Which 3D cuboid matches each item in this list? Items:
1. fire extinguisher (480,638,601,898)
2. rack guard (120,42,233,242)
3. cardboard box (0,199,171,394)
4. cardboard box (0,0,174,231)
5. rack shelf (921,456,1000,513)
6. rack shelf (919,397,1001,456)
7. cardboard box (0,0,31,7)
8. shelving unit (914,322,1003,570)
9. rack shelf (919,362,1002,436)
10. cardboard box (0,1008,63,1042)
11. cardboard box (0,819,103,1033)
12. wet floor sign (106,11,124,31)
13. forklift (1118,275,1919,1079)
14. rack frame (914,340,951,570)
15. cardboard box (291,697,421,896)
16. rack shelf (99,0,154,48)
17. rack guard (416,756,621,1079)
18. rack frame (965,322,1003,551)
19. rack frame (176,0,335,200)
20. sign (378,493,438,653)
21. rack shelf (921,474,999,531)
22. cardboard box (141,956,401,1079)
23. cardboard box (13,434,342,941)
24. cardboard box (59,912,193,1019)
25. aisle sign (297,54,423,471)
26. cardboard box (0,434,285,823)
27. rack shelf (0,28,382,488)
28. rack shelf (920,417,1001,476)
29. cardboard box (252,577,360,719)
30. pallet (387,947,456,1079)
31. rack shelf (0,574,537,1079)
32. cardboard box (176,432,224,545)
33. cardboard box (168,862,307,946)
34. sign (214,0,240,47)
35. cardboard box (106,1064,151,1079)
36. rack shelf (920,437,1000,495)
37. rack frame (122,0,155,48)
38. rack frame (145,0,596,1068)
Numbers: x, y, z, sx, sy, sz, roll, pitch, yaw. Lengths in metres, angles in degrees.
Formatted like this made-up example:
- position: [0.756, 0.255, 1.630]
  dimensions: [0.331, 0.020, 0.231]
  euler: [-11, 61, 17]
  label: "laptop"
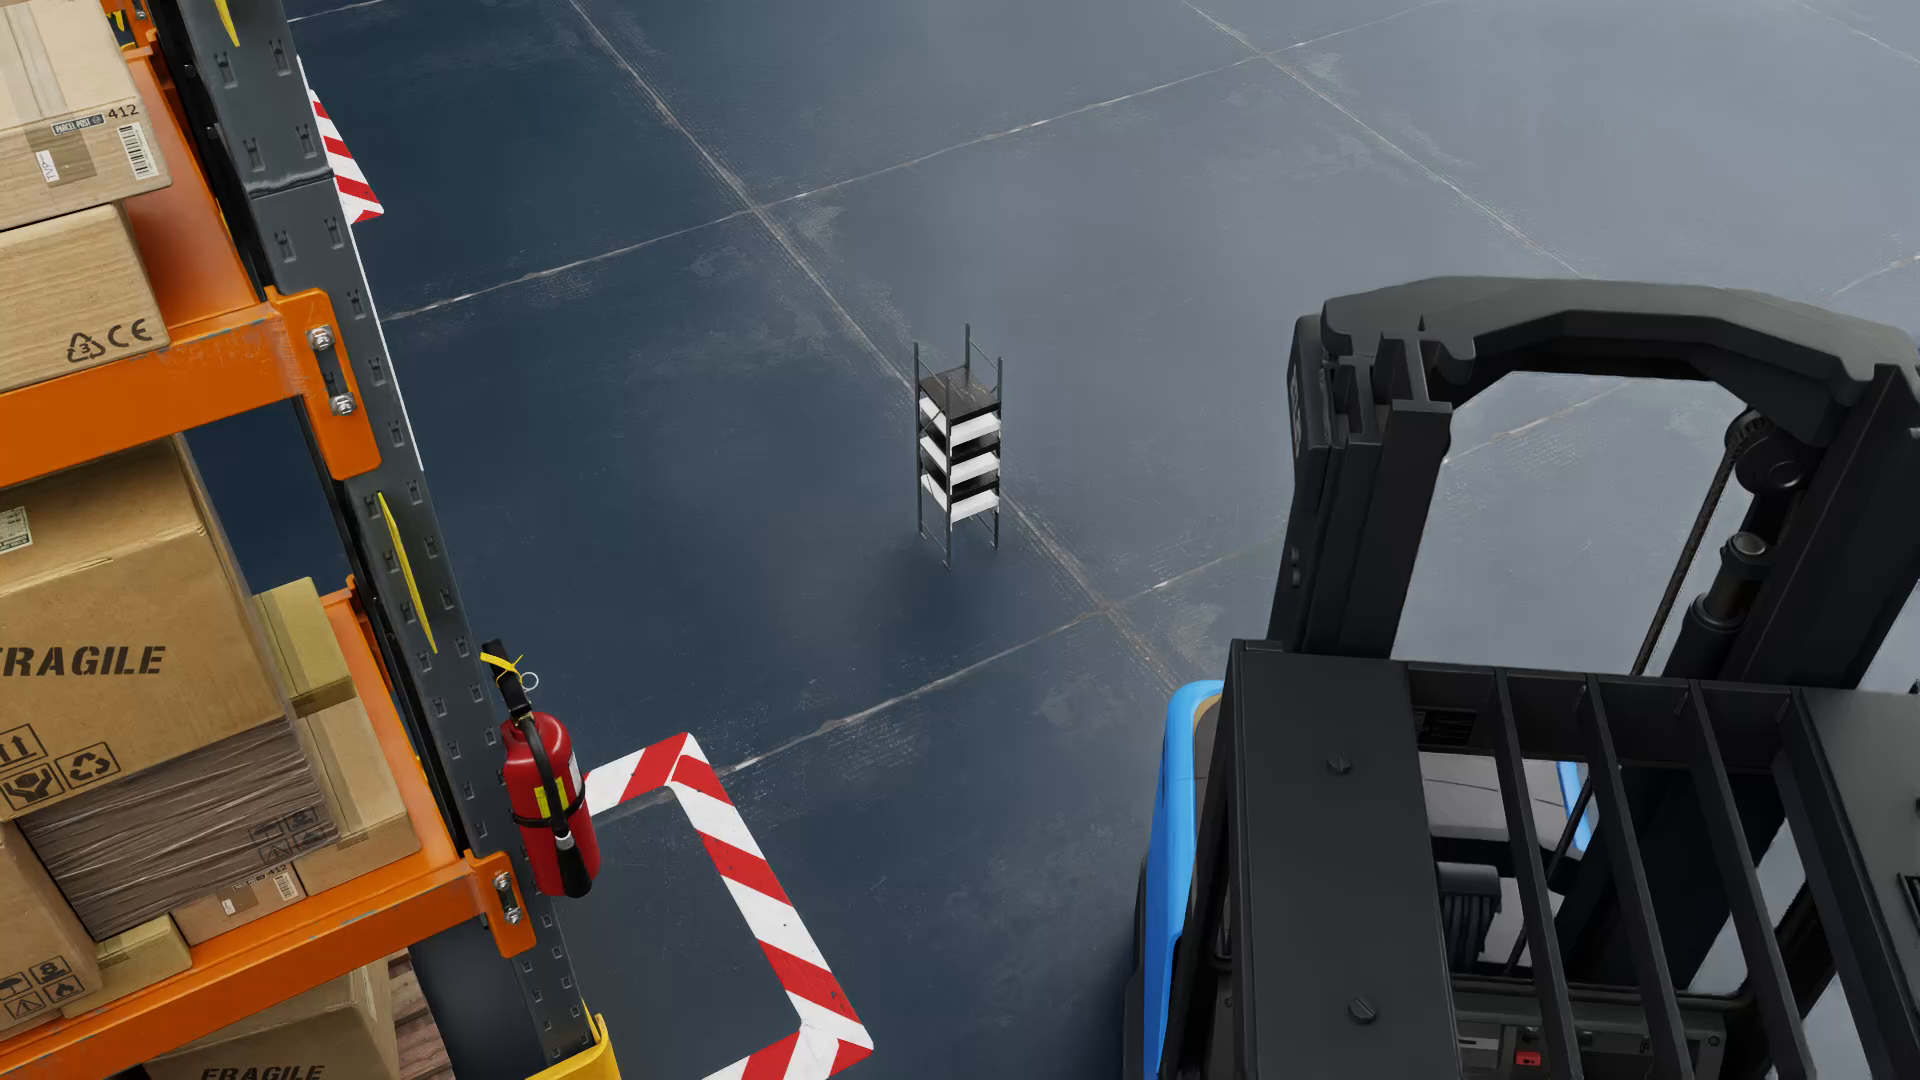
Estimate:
- position: [-0.916, 0.516, 3.620]
  dimensions: [0.183, 0.674, 0.296]
  euler: [-22, 48, -21]
  label: "fire extinguisher"
- position: [-3.608, -1.892, 7.840]
  dimensions: [0.348, 0.500, 1.175]
  euler: [-22, 48, -21]
  label: "rack guard"
- position: [-1.537, -0.452, 2.516]
  dimensions: [0.500, 0.250, 0.500]
  euler: [-21, 48, -20]
  label: "cardboard box"
- position: [-1.331, -0.631, 2.414]
  dimensions: [0.250, 0.149, 0.380]
  euler: [-22, 48, -21]
  label: "cardboard box"
- position: [-0.007, -0.232, 6.020]
  dimensions: [0.200, 0.077, 0.258]
  euler: [-22, 48, -21]
  label: "rack shelf"
- position: [-0.007, -0.425, 5.832]
  dimensions: [0.200, 0.077, 0.258]
  euler: [-22, 48, -21]
  label: "rack shelf"
- position: [-1.599, -0.960, 2.753]
  dimensions: [0.250, 0.149, 0.380]
  euler: [-22, 48, -21]
  label: "cardboard box"
- position: [-0.007, -0.320, 5.934]
  dimensions: [0.210, 0.900, 0.258]
  euler: [-22, 48, -21]
  label: "shelving unit"
- position: [-0.007, -0.490, 5.769]
  dimensions: [0.200, 0.077, 0.258]
  euler: [-22, 48, -21]
  label: "rack shelf"
- position: [-2.022, 0.845, 3.406]
  dimensions: [0.250, 0.149, 0.380]
  euler: [-22, 48, -21]
  label: "cardboard box"
- position: [-2.110, 0.527, 3.268]
  dimensions: [0.500, 0.500, 0.875]
  euler: [-22, 48, -21]
  label: "cardboard box"
- position: [-4.590, -3.141, 9.024]
  dimensions: [0.232, 0.644, 0.267]
  euler: [-30, 52, -27]
  label: "wet floor sign"
- position: [0.923, 1.131, 2.981]
  dimensions: [1.130, 2.935, 3.031]
  euler: [4, 44, 4]
  label: "forklift"
- position: [-0.095, -0.285, 5.897]
  dimensions: [0.006, 0.900, 0.240]
  euler: [-22, 48, -21]
  label: "rack frame"
- position: [-1.390, 0.563, 3.696]
  dimensions: [0.250, 0.149, 0.380]
  euler: [-22, 48, -21]
  label: "cardboard box"
- position: [-5.363, -1.828, 6.497]
  dimensions: [4.000, 0.370, 1.077]
  euler: [-22, 48, -21]
  label: "rack shelf"
- position: [-1.311, 1.173, 4.682]
  dimensions: [0.348, 0.500, 1.175]
  euler: [-22, 48, -21]
  label: "rack guard"
- position: [0.081, -0.355, 5.970]
  dimensions: [0.006, 0.900, 0.240]
  euler: [-22, 48, -21]
  label: "rack frame"
- position: [-1.245, -1.903, 1.750]
  dimensions: [0.127, 3.000, 1.000]
  euler: [-22, 48, -21]
  label: "rack frame"
- position: [-0.986, 0.063, 2.973]
  dimensions: [0.005, 0.325, 0.100]
  euler: [-22, 48, -21]
  label: "sign"
- position: [-0.007, -0.167, 6.082]
  dimensions: [0.200, 0.077, 0.258]
  euler: [-22, 48, -21]
  label: "rack shelf"
- position: [-1.795, 1.203, 4.350]
  dimensions: [0.500, 0.500, 0.500]
  euler: [-14, 46, -14]
  label: "cardboard box"
- position: [-1.736, 0.281, 3.521]
  dimensions: [0.500, 0.500, 0.875]
  euler: [-22, 48, -21]
  label: "cardboard box"
- position: [-1.798, 0.768, 3.486]
  dimensions: [0.250, 0.149, 0.380]
  euler: [-22, 48, -21]
  label: "cardboard box"
- position: [-1.042, -0.524, 2.769]
  dimensions: [0.004, 0.787, 0.394]
  euler: [-22, 48, -21]
  label: "aisle sign"
- position: [-1.599, 0.088, 3.002]
  dimensions: [0.500, 0.500, 0.500]
  euler: [-22, 48, -21]
  label: "cardboard box"
- position: [-2.979, 0.125, 2.330]
  dimensions: [4.000, 0.370, 1.077]
  euler: [-22, 48, -21]
  label: "rack shelf"
- position: [-0.007, -0.361, 5.894]
  dimensions: [0.200, 0.077, 0.258]
  euler: [-22, 48, -21]
  label: "rack shelf"
- position: [-1.611, 0.295, 3.973]
  dimensions: [0.250, 0.149, 0.380]
  euler: [-22, 48, -21]
  label: "cardboard box"
- position: [-2.033, 1.537, 4.514]
  dimensions: [1.213, 0.211, 1.003]
  euler: [-22, 48, -21]
  label: "pallet"
- position: [-2.979, 1.202, 3.374]
  dimensions: [4.000, 0.370, 1.077]
  euler: [-22, 48, -21]
  label: "rack shelf"
- position: [-1.858, -0.226, 3.325]
  dimensions: [0.500, 0.500, 0.500]
  euler: [-22, 48, -21]
  label: "cardboard box"
- position: [-1.607, 0.650, 3.607]
  dimensions: [0.250, 0.149, 0.380]
  euler: [-22, 48, -21]
  label: "cardboard box"
- position: [-0.986, -0.802, 2.133]
  dimensions: [0.005, 0.325, 0.100]
  euler: [-22, 48, -21]
  label: "sign"
- position: [-2.296, 1.431, 4.115]
  dimensions: [0.500, 0.500, 0.500]
  euler: [-10, 45, -10]
  label: "cardboard box"
- position: [-0.007, -0.296, 5.957]
  dimensions: [0.200, 0.077, 0.258]
  euler: [-22, 48, -21]
  label: "rack shelf"
- position: [-3.629, -2.781, 6.961]
  dimensions: [0.127, 3.000, 1.000]
  euler: [-22, 48, -21]
  label: "rack frame"
- position: [-1.245, 0.250, 3.839]
  dimensions: [0.127, 3.000, 1.000]
  euler: [-22, 48, -21]
  label: "rack frame"
